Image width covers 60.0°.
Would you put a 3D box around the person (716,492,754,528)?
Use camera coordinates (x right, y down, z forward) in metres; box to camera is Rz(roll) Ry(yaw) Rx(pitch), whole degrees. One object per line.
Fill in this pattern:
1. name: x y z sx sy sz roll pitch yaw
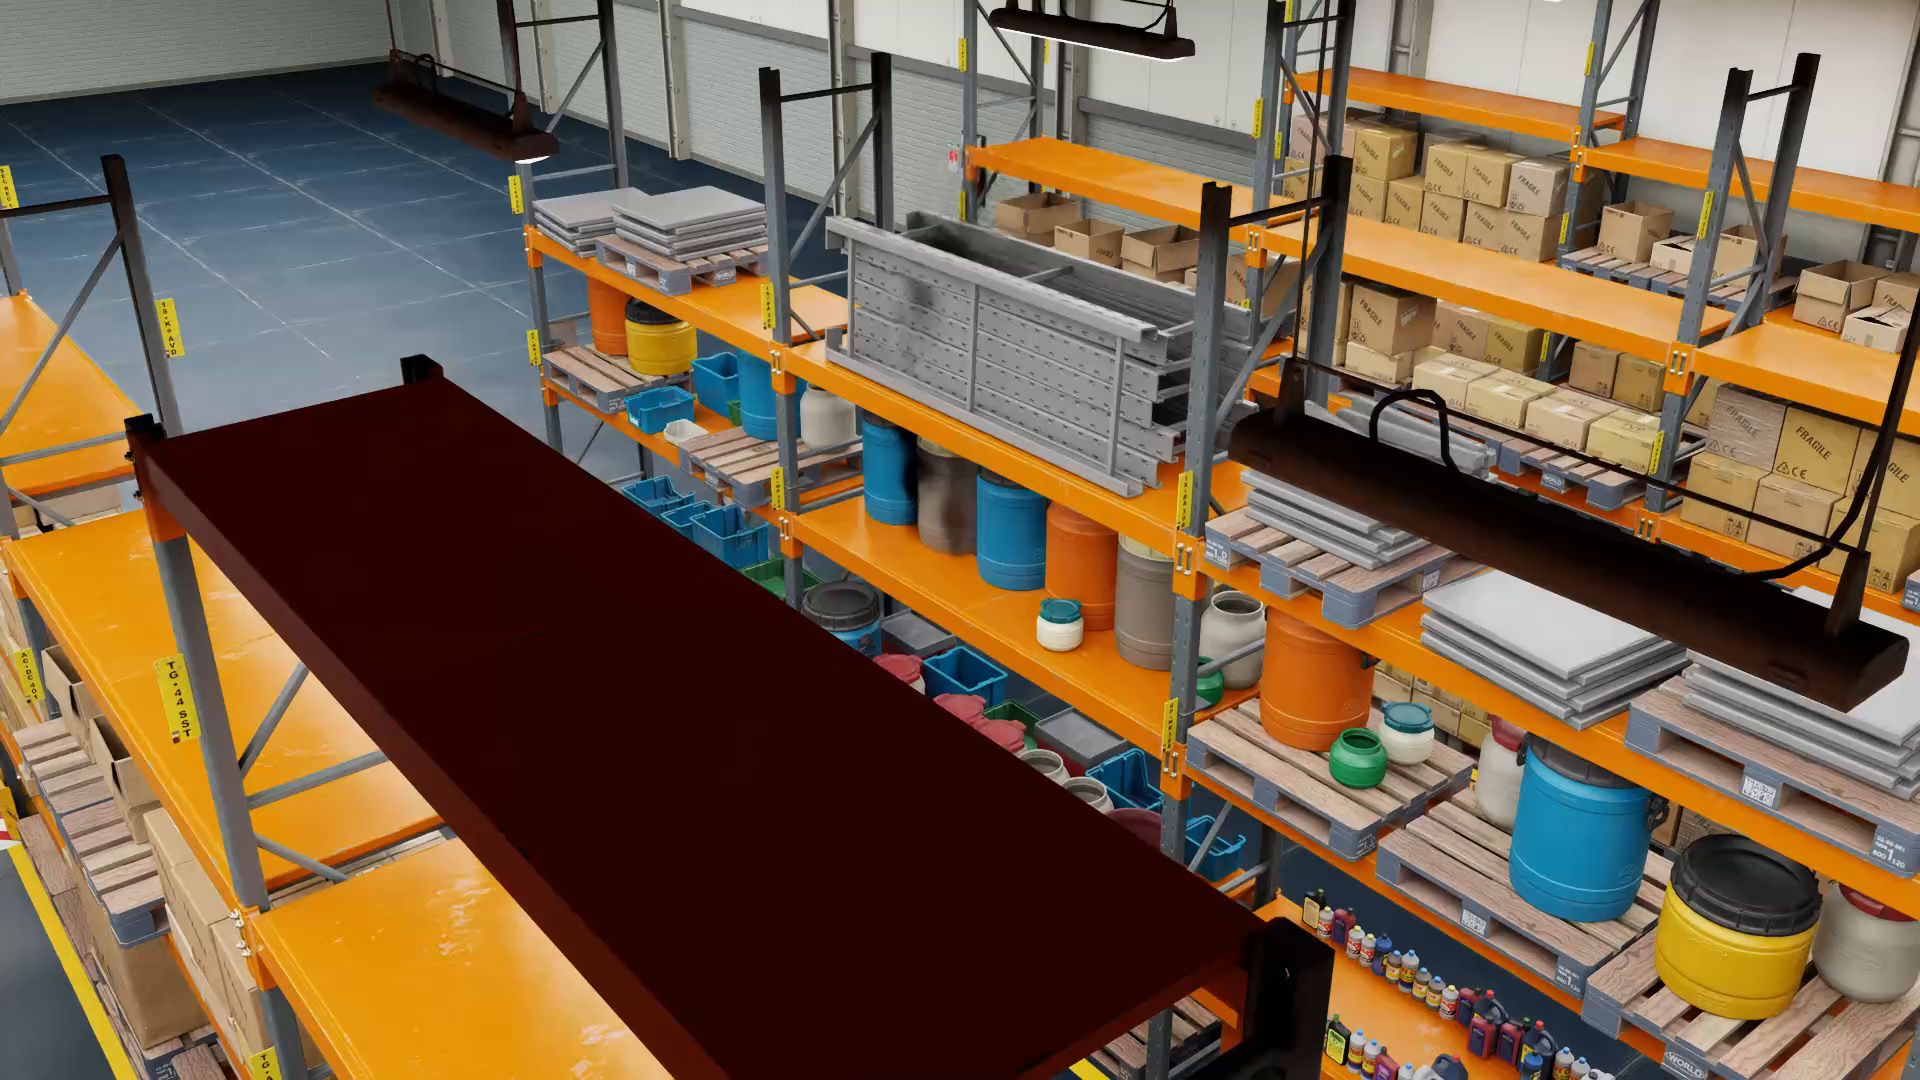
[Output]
1. person: -2.312 -0.410 17.269 0.513 1.631 0.662 23 34 39
